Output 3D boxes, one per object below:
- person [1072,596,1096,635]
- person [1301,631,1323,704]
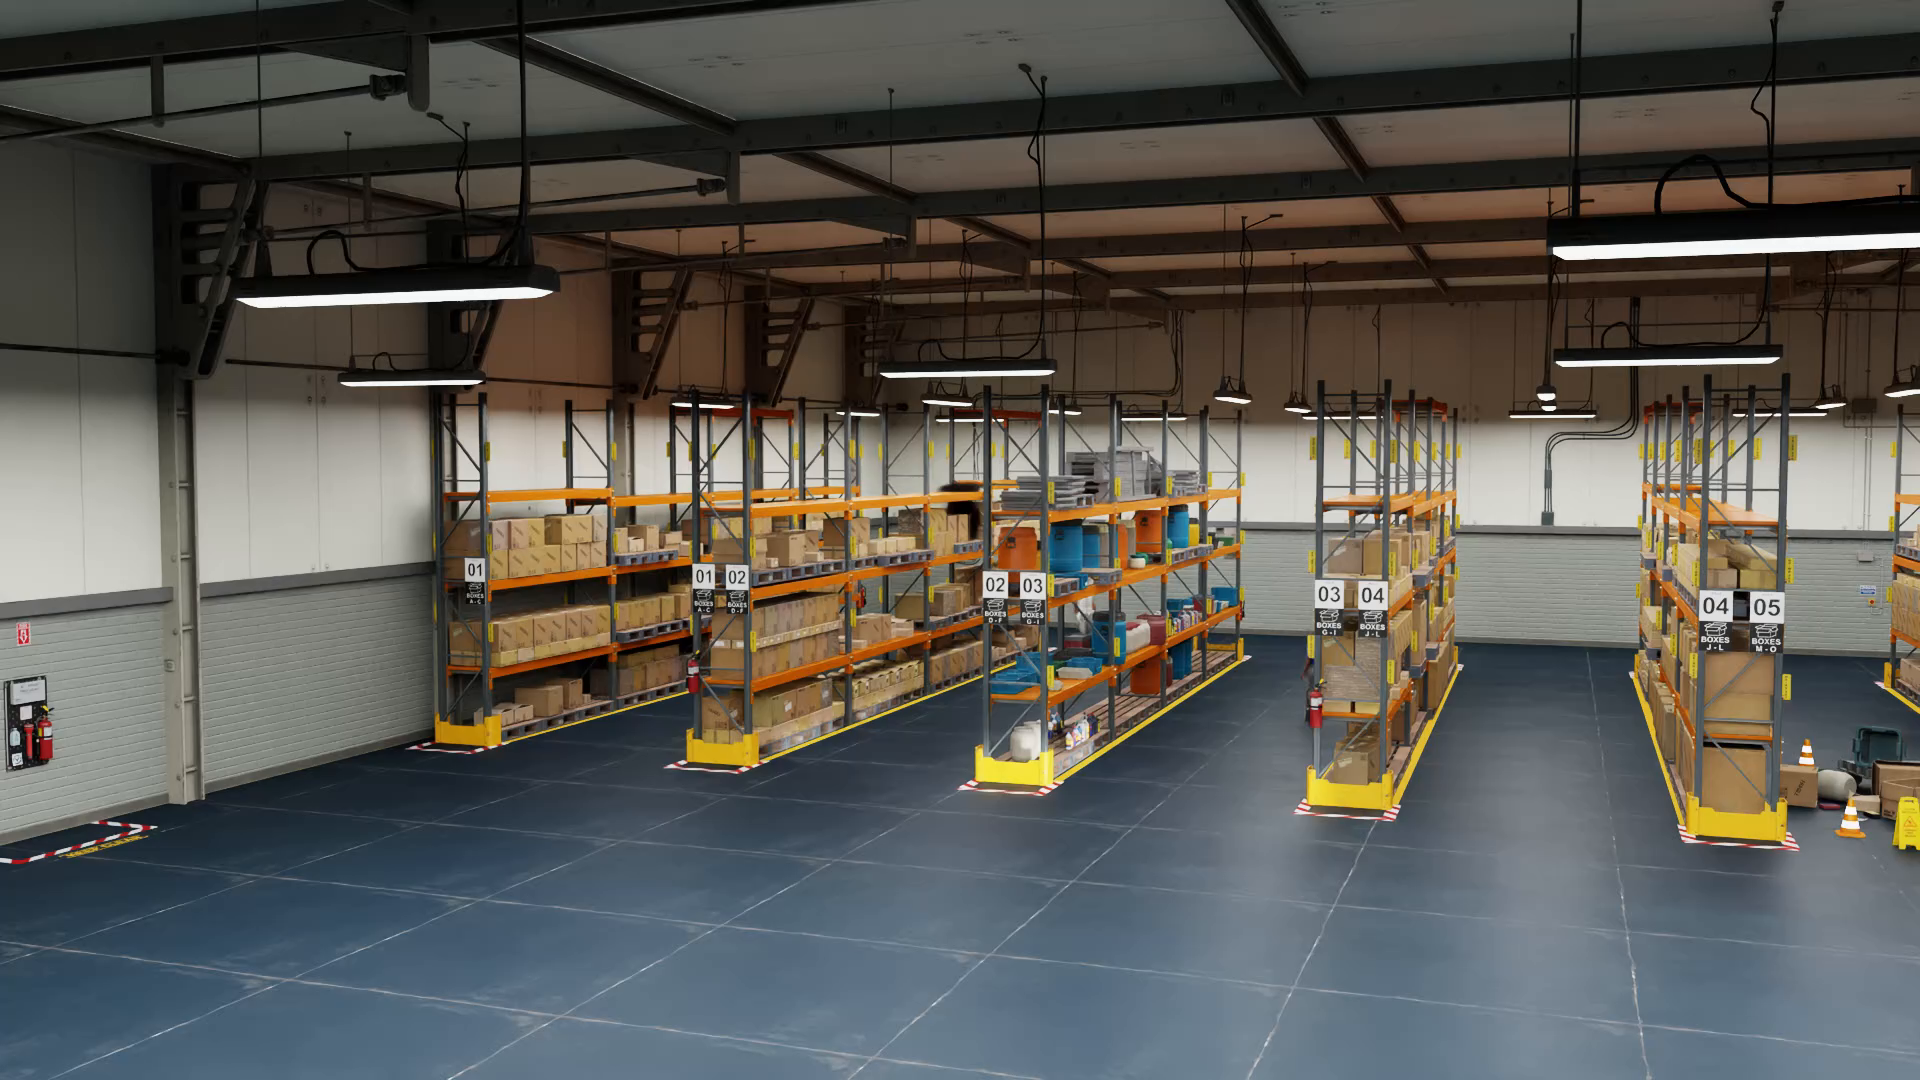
[{"bbox_3d":[3.058,1.839,39.947,0.711,1.815,0.403,-1,3,-16],"label":"person"},{"bbox_3d":[6.658,2.533,31.166,0.486,1.707,0.481,-1,3,-21],"label":"person"}]
